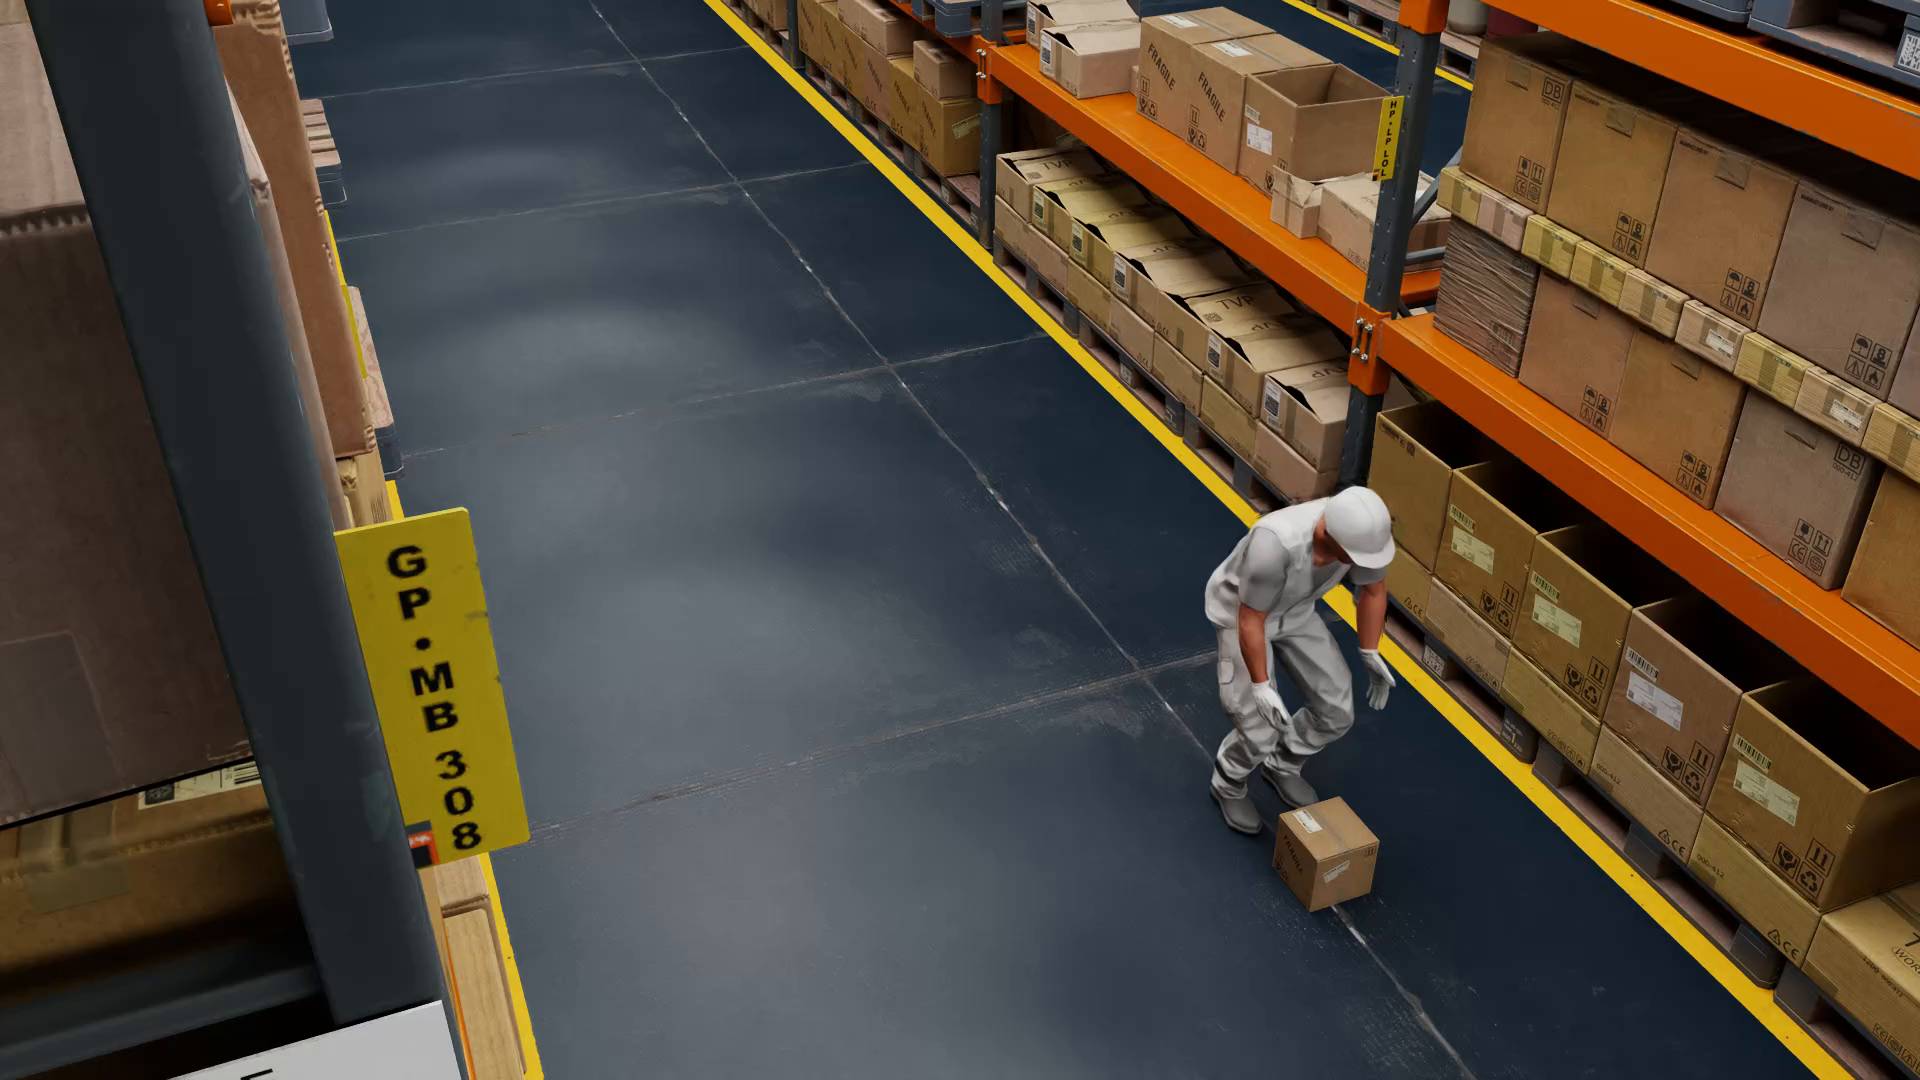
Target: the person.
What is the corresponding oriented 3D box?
[{"bbox_3d":[1.186,0.363,5.827,0.581,1.500,0.711,-13,35,-19],"label":"person"}]
